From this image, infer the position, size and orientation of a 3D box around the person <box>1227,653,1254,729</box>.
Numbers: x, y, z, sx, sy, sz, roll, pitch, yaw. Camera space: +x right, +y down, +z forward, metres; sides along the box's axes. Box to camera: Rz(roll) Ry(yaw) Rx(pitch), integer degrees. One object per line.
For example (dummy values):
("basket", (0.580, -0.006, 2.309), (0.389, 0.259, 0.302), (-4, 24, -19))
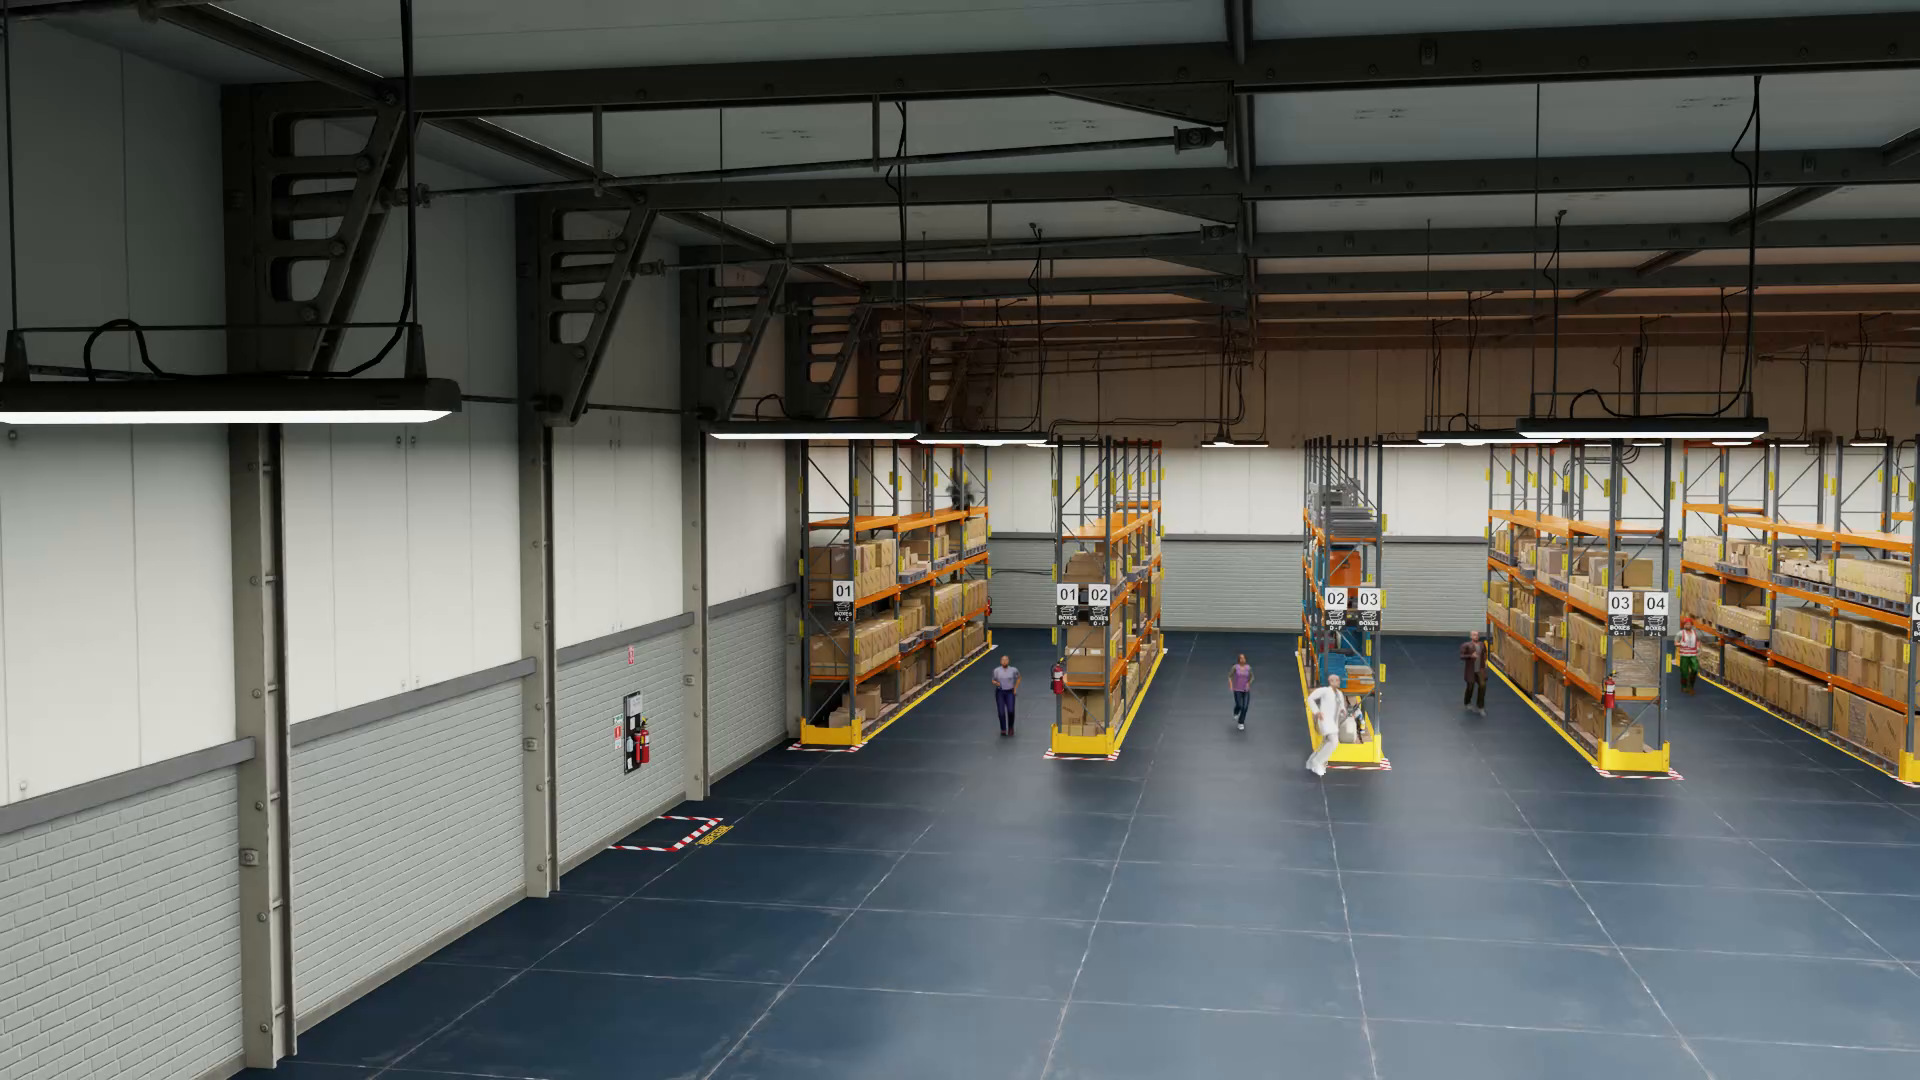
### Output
("person", (5.770, 3.103, 34.073), (0.534, 1.558, 0.536), (0, 3, -1))

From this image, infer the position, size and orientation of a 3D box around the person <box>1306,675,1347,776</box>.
("person", (6.526, 3.261, 29.458), (0.703, 1.758, 0.719), (3, 4, 45))

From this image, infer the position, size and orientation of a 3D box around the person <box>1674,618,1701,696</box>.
("person", (17.022, 2.735, 38.833), (0.635, 1.809, 0.681), (1, 3, 12))

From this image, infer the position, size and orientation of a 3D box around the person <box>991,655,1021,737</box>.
("person", (0.913, 3.117, 33.206), (0.588, 1.636, 0.603), (0, 3, 6))

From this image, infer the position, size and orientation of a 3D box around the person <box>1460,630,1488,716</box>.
("person", (11.175, 2.868, 36.123), (0.685, 1.831, 0.831), (0, 3, -1))
